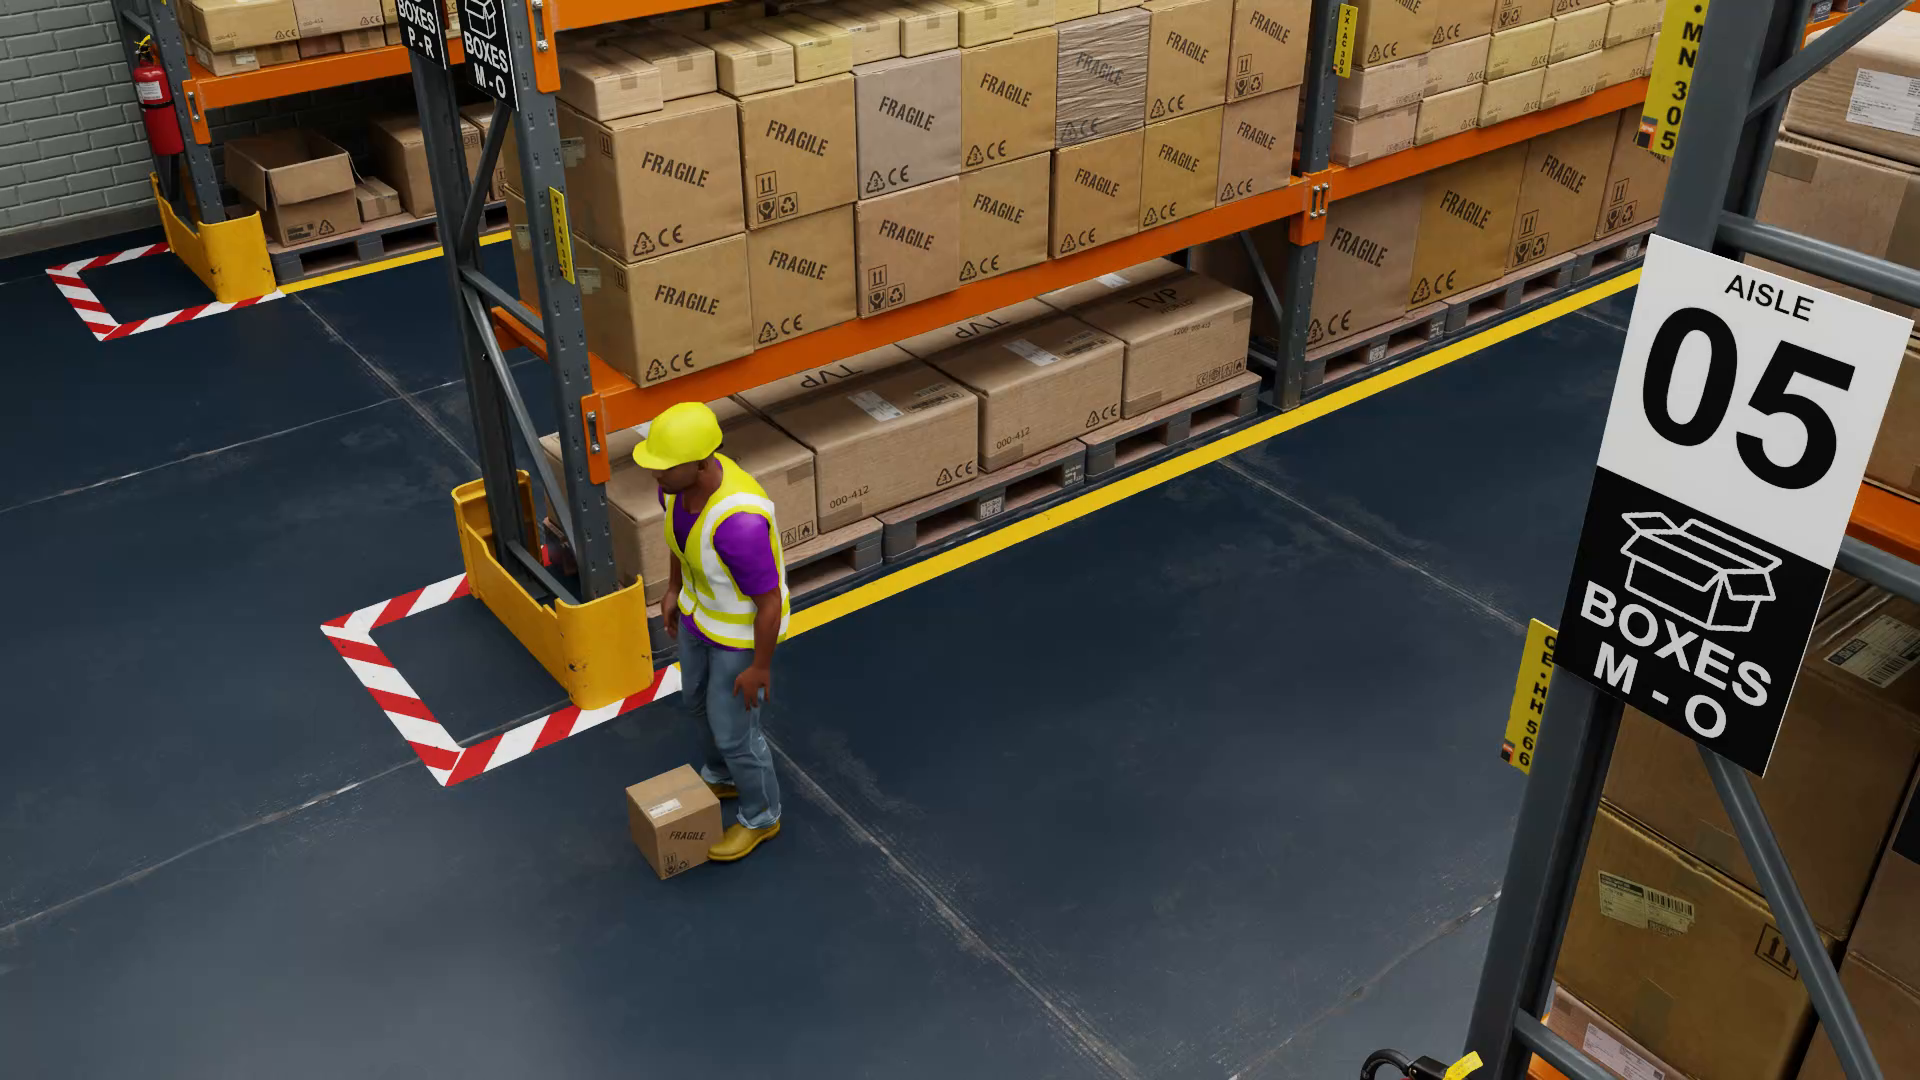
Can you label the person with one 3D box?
[{"bbox_3d":[-0.825,0.301,5.639,0.461,1.759,0.633,-21,37,-29],"label":"person"}]
